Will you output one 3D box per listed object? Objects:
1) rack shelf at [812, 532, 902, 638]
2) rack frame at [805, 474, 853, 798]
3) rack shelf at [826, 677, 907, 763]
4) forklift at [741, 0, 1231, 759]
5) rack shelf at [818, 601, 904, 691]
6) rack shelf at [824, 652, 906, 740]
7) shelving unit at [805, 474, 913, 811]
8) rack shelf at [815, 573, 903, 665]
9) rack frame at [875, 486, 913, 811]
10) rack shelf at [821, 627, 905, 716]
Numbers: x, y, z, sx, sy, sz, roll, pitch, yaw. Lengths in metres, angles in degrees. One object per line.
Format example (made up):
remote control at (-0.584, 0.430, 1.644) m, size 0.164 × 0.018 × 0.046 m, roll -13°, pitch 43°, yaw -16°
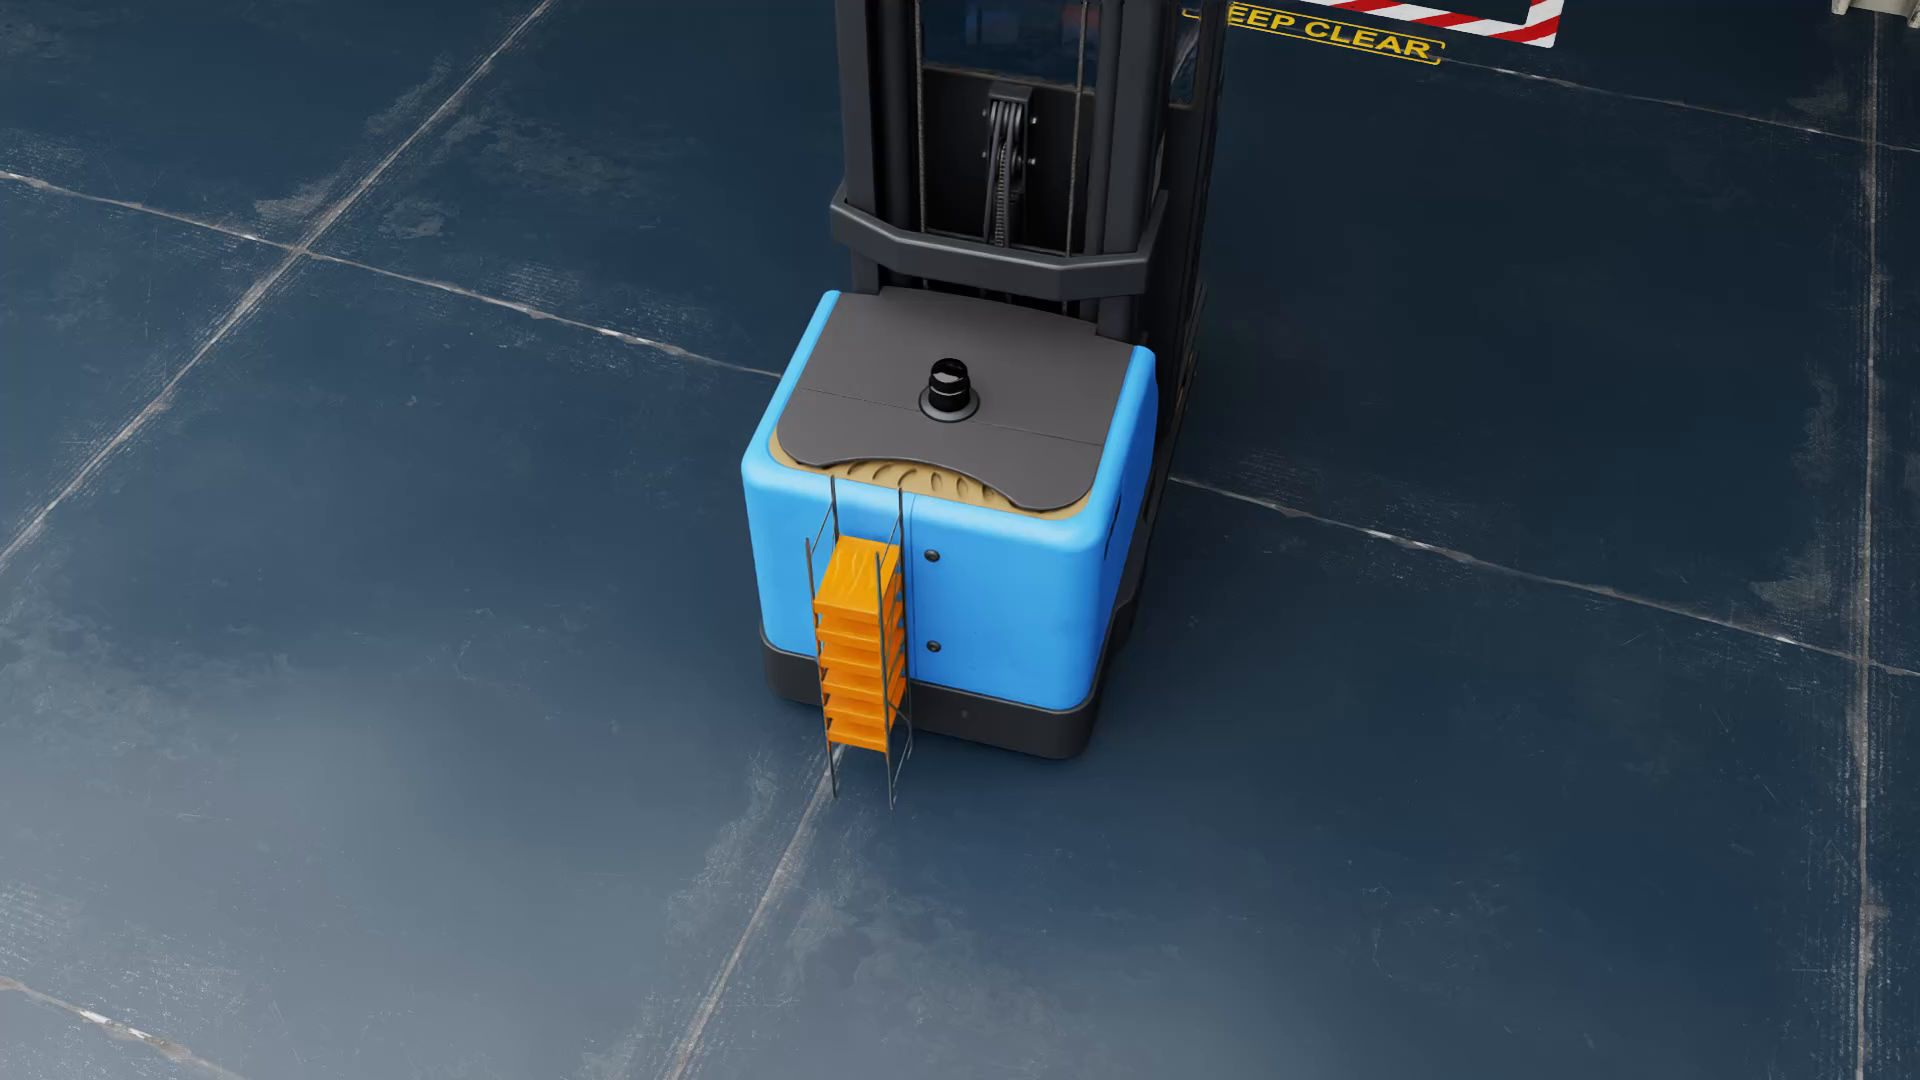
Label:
rack shelf at (-0.269, 0.118, 4.435) m, size 0.180 × 0.103 × 0.258 m, roll 11°, pitch 50°, yaw 9°
rack frame at (-0.357, 0.308, 4.689) m, size 0.006 × 1.200 × 0.240 m, roll 11°, pitch 50°, yaw 9°
rack shelf at (-0.268, 0.510, 4.890) m, size 0.180 × 0.103 × 0.258 m, roll 11°, pitch 50°, yaw 9°
forklift at (0.265, -1.434, 5.053) m, size 1.130 × 2.935 × 3.031 m, roll 12°, pitch 50°, yaw 10°
rack shelf at (-0.268, 0.275, 4.617) m, size 0.180 × 0.103 × 0.258 m, roll 11°, pitch 50°, yaw 9°
rack shelf at (-0.268, 0.431, 4.799) m, size 0.180 × 0.103 × 0.258 m, roll 11°, pitch 50°, yaw 9°
shelving unit at (-0.268, 0.324, 4.674) m, size 0.189 × 1.200 × 0.258 m, roll 11°, pitch 50°, yaw 9°
rack shelf at (-0.268, 0.197, 4.526) m, size 0.180 × 0.103 × 0.258 m, roll 11°, pitch 50°, yaw 9°
rack frame at (-0.179, 0.341, 4.660) m, size 0.006 × 1.200 × 0.240 m, roll 11°, pitch 50°, yaw 9°
rack shelf at (-0.268, 0.353, 4.708) m, size 0.180 × 0.103 × 0.258 m, roll 11°, pitch 50°, yaw 9°
